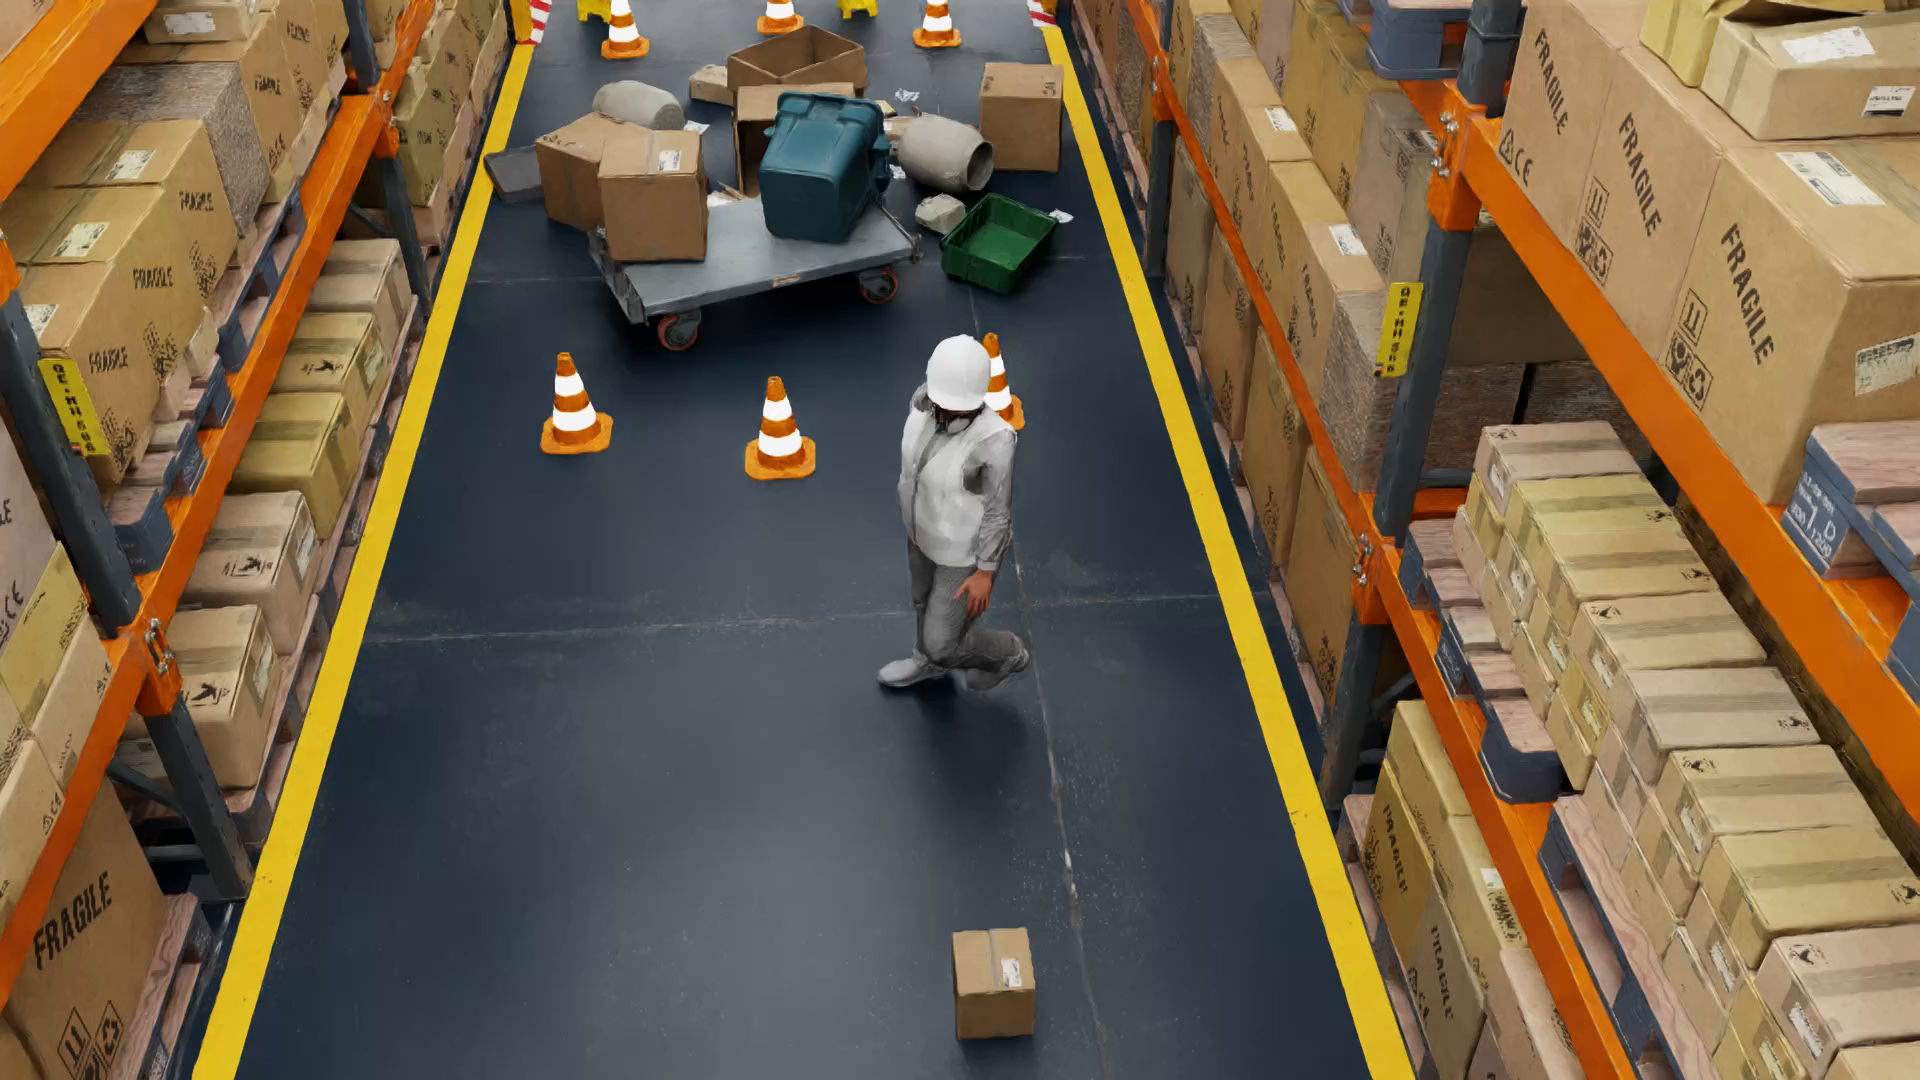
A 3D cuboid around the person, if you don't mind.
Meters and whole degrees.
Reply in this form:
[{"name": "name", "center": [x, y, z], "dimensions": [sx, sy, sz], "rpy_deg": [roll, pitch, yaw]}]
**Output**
[{"name": "person", "center": [0.004, -0.039, 6.173], "dimensions": [0.495, 1.760, 0.603], "rpy_deg": [-23, 44, -26]}]
